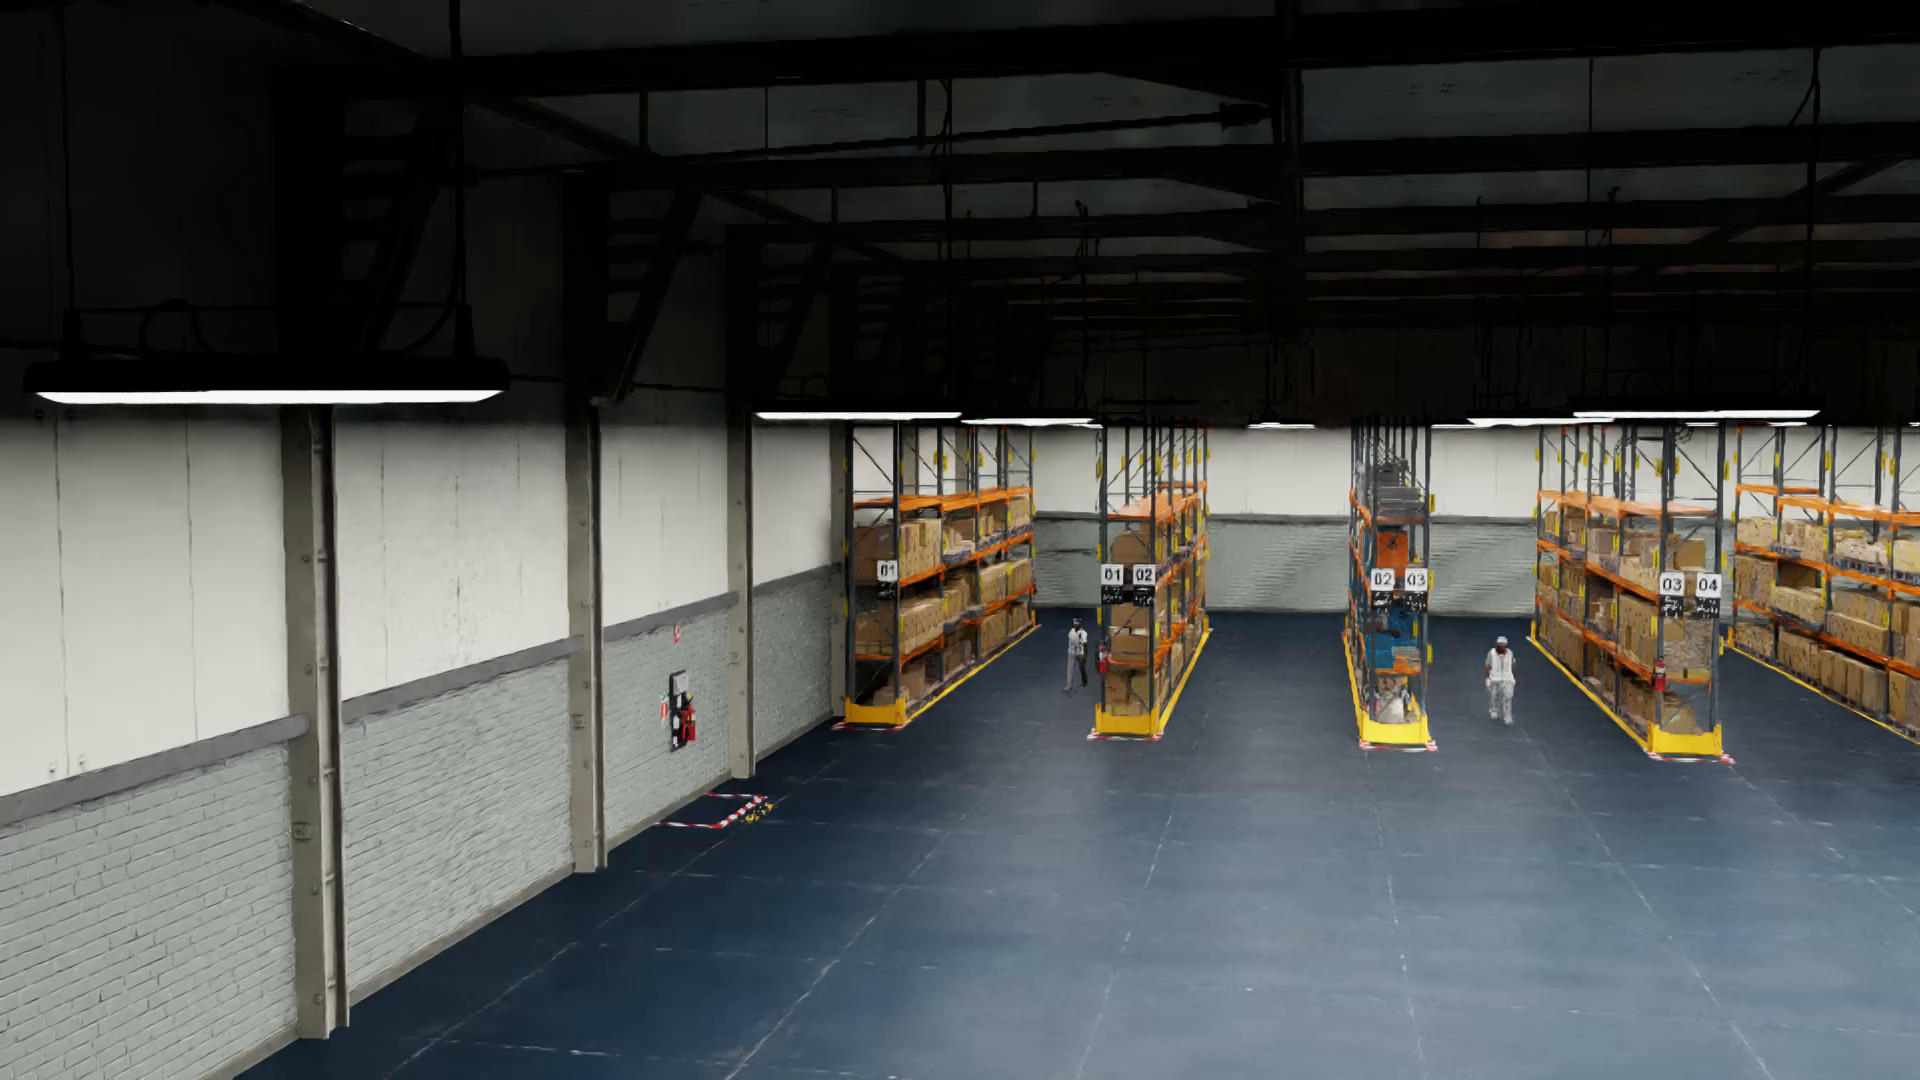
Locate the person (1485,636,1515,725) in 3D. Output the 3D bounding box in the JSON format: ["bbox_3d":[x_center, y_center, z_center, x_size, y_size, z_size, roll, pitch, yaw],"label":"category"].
[{"bbox_3d":[10.513,2.702,32.351,0.562,1.706,1.122,1,4,14],"label":"person"}]

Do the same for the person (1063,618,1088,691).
[{"bbox_3d":[2.571,2.493,36.364,0.451,1.574,1.093,1,4,15],"label":"person"}]
